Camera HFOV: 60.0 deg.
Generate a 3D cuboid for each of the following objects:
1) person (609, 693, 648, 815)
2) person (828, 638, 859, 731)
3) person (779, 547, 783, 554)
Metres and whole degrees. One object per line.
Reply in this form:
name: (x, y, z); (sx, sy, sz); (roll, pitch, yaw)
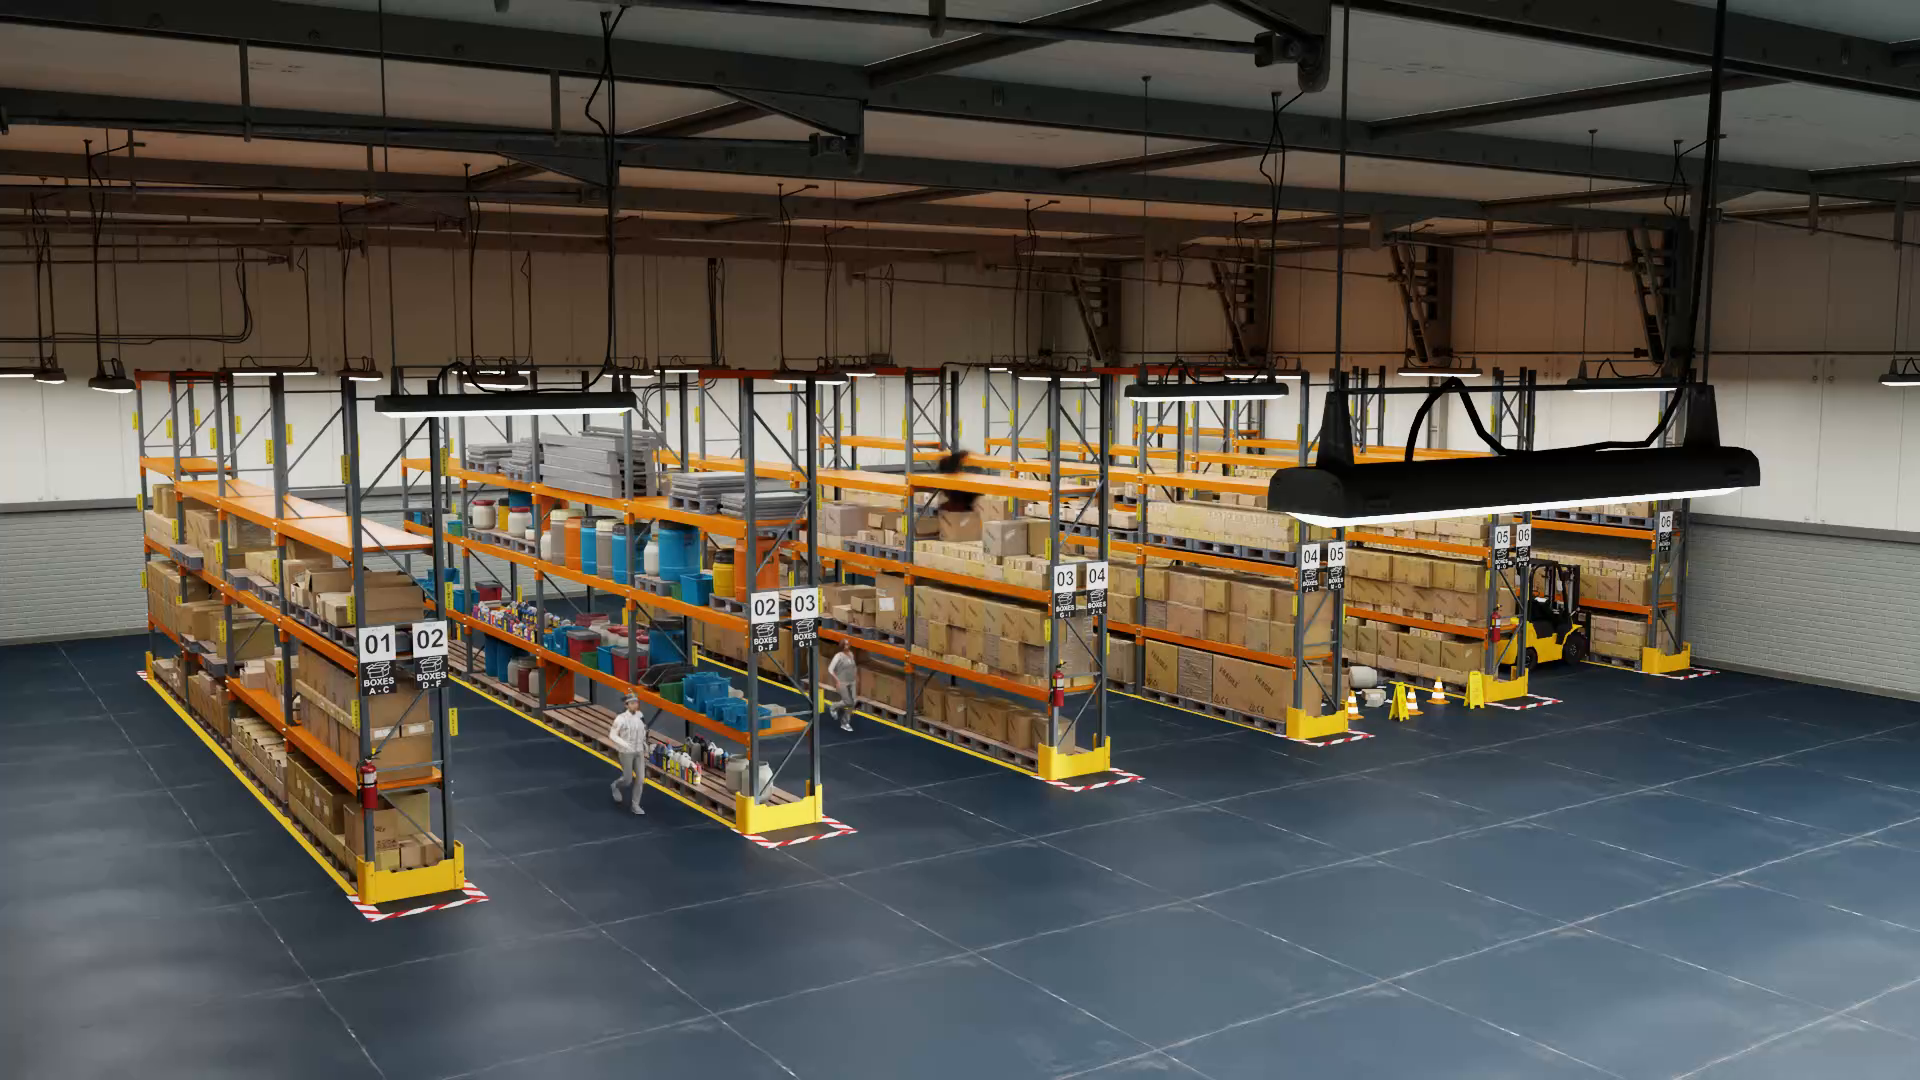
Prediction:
person: (-4.551, 2.913, 22.959); (0.611, 1.670, 0.720); (-6, 9, -42)
person: (-1.943, 2.430, 27.952); (0.537, 1.541, 0.549); (-6, 9, -42)
person: (-4.408, 0.970, 39.990); (0.698, 1.711, 0.602); (1, 6, 6)
